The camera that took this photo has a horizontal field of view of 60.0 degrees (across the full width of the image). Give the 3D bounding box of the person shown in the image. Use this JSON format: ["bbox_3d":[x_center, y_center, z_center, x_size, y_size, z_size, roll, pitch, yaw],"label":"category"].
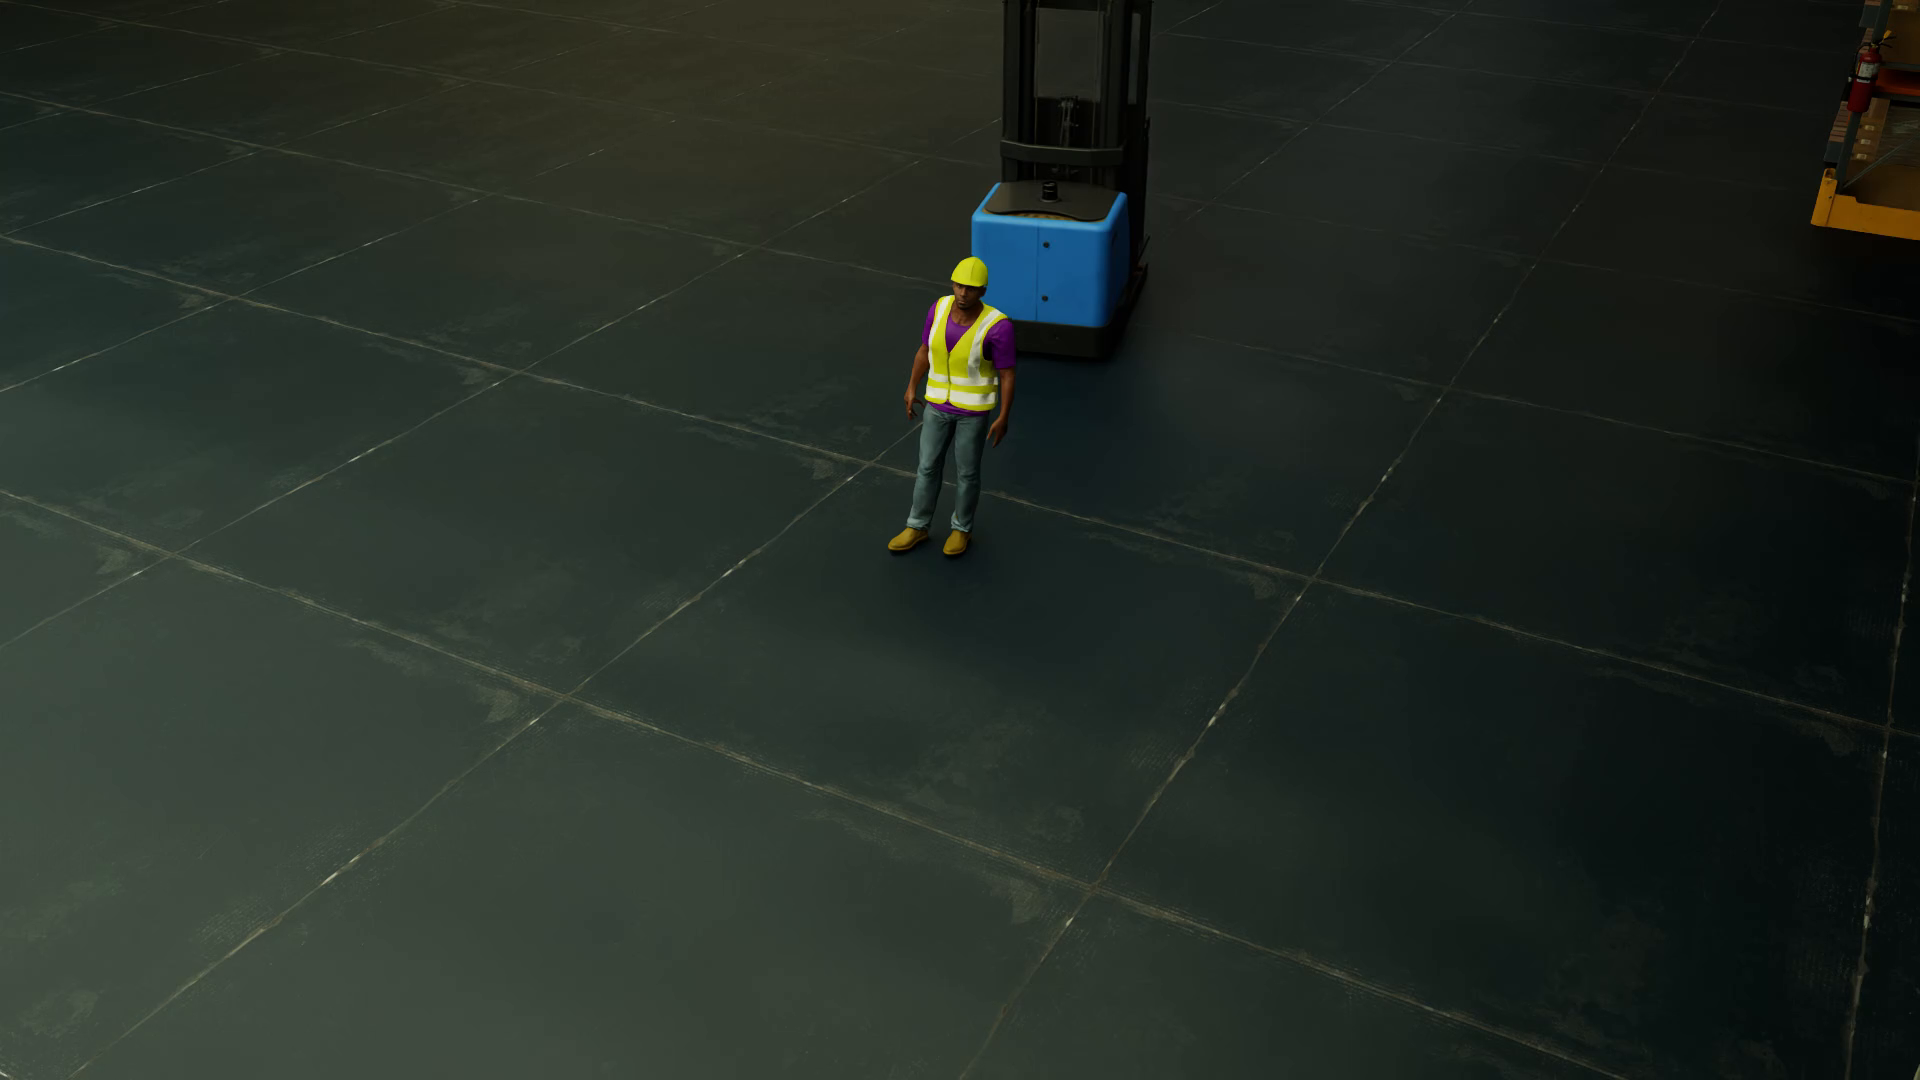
[{"bbox_3d":[-0.039,-0.742,9.507,0.665,1.768,0.575,15,33,25],"label":"person"}]

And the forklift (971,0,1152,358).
[{"bbox_3d":[0.923,-3.324,12.830,1.130,2.935,3.031,7,31,12],"label":"forklift"}]
